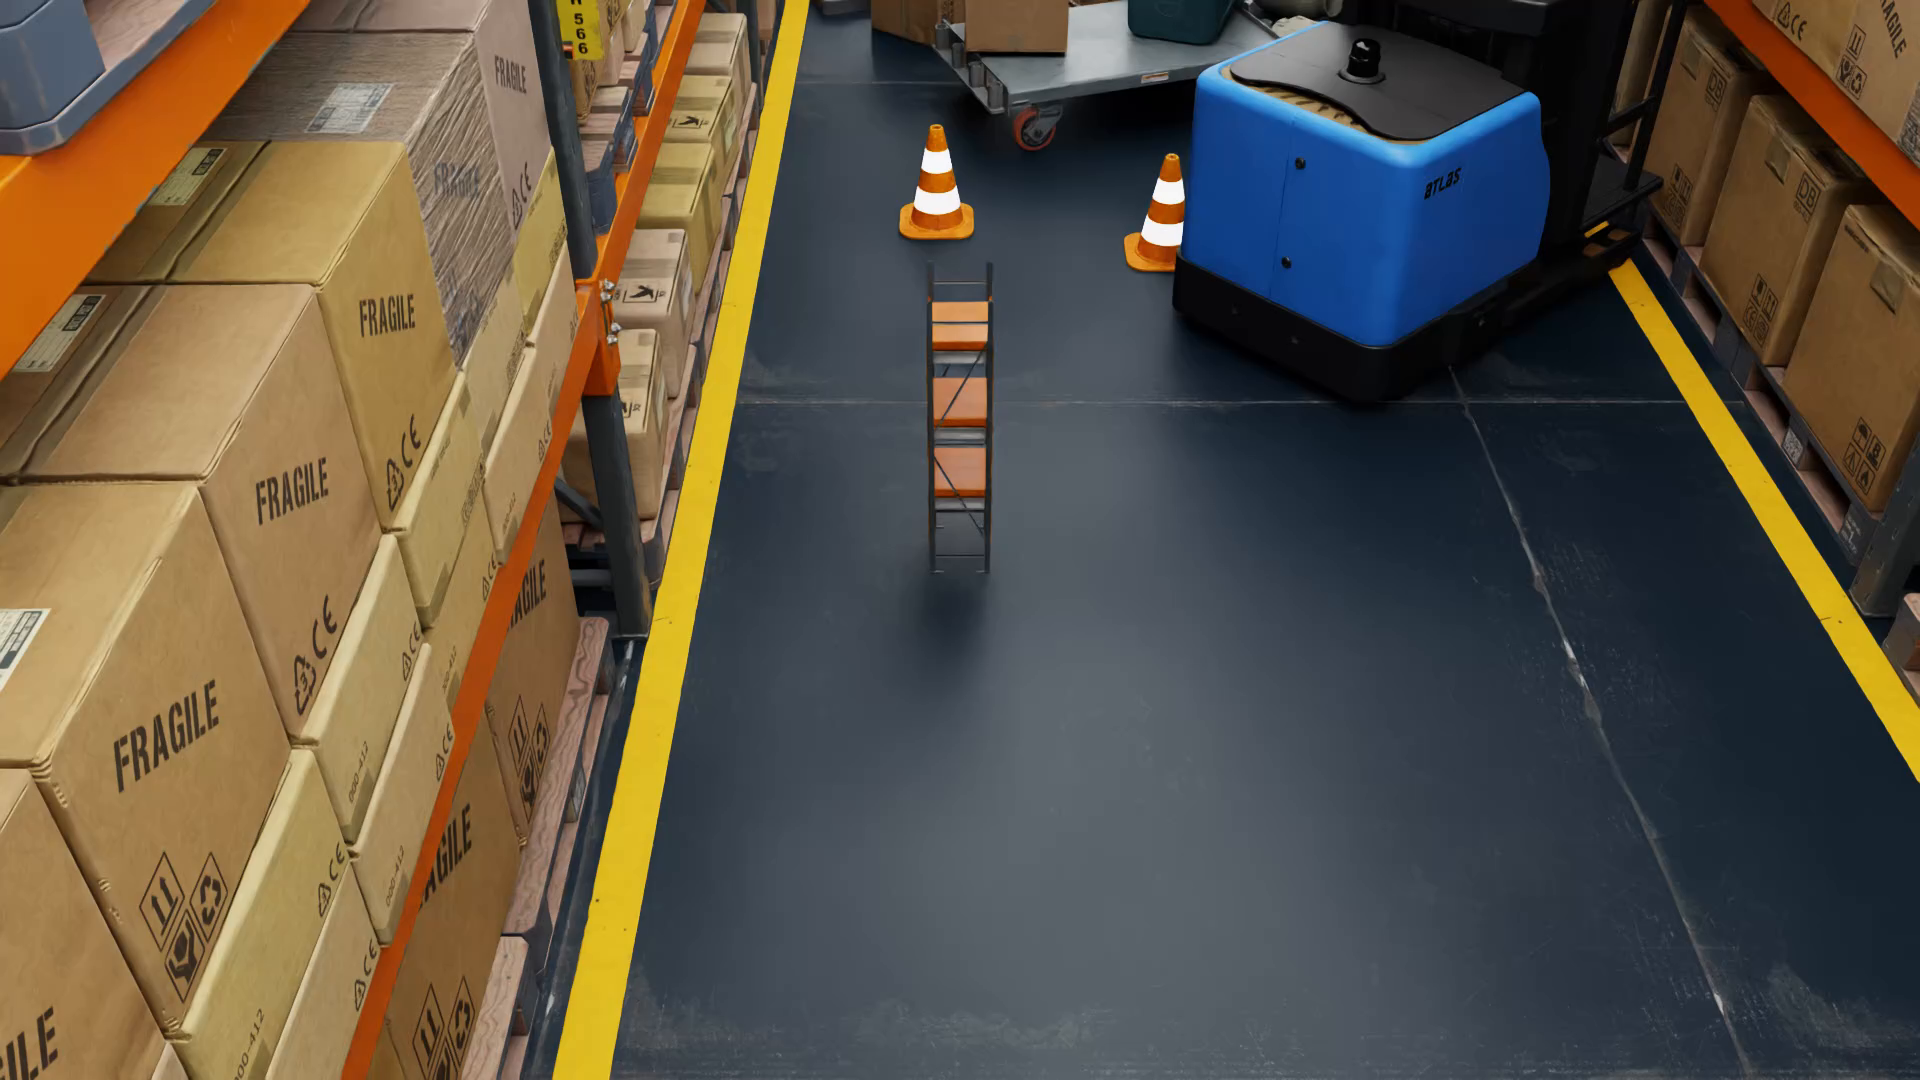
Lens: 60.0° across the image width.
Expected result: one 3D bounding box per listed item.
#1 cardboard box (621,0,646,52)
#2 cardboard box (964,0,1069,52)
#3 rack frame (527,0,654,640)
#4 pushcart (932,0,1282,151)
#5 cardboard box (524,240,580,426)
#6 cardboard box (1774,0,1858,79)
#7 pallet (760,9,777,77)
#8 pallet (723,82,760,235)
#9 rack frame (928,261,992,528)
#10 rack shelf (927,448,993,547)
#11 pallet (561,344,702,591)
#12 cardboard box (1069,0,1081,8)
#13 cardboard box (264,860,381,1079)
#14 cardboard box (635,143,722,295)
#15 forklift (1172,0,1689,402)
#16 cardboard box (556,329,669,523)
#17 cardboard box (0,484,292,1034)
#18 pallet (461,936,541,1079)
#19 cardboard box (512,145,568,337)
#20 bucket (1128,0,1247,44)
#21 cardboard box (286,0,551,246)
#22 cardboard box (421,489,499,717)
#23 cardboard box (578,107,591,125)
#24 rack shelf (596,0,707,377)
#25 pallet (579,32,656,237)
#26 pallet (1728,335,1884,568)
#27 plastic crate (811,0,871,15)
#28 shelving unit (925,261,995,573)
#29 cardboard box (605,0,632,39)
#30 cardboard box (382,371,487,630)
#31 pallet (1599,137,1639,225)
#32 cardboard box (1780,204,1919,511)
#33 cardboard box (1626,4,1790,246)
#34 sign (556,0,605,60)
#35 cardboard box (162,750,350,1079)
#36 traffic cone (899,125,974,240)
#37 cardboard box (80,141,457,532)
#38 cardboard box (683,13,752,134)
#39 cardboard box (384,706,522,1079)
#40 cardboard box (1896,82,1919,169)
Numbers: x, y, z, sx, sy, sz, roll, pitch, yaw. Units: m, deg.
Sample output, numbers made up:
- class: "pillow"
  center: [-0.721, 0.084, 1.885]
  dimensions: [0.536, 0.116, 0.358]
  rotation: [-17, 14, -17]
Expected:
- class: "cardboard box"
  center: [-1.217, -1.676, 5.308]
  dimensions: [0.380, 0.149, 0.250]
  rotation: [0, 39, 0]
- class: "cardboard box"
  center: [0.273, -2.729, 8.150]
  dimensions: [0.500, 0.500, 0.500]
  rotation: [0, 39, 0]
- class: "rack frame"
  center: [-1.502, -0.887, 4.458]
  dimensions: [1.000, 3.000, 0.127]
  rotation: [0, 39, 0]
- class: "pushcart"
  center: [0.773, -2.398, 8.441]
  dimensions: [1.648, 0.377, 0.936]
  rotation: [-13, 40, -16]
- class: "cardboard box"
  center: [-1.242, -0.513, 4.111]
  dimensions: [0.500, 0.250, 0.500]
  rotation: [-1, 39, -2]
- class: "cardboard box"
  center: [3.179, -1.899, 5.641]
  dimensions: [0.500, 0.500, 0.500]
  rotation: [-1, 39, -1]
- class: "pallet"
  center: [-1.543, -2.720, 8.976]
  dimensions: [1.003, 0.211, 1.213]
  rotation: [0, 39, 0]
- class: "pallet"
  center: [-1.505, -1.814, 7.844]
  dimensions: [1.003, 0.211, 1.213]
  rotation: [0, 39, 0]
- class: "rack frame"
  center: [0.000, -0.453, 5.475]
  dimensions: [0.200, 1.050, 0.008]
  rotation: [0, 39, 0]
- class: "rack shelf"
  center: [0.000, -0.151, 5.560]
  dimensions: [0.215, 0.259, 0.240]
  rotation: [0, 39, 0]
- class: "pallet"
  center: [-1.502, -0.288, 5.940]
  dimensions: [1.003, 0.211, 1.213]
  rotation: [0, 39, 0]
- class: "cardboard box"
  center: [0.638, -2.833, 9.072]
  dimensions: [0.258, 0.266, 0.396]
  rotation: [-28, 46, -30]
- class: "cardboard box"
  center: [-1.221, 0.753, 2.531]
  dimensions: [0.500, 0.250, 0.500]
  rotation: [0, 39, 0]
- class: "cardboard box"
  center: [-1.497, -1.315, 6.757]
  dimensions: [0.950, 0.372, 0.625]
  rotation: [1, 39, 1]
- class: "forklift"
  center: [2.300, -2.460, 6.476]
  dimensions: [3.031, 2.935, 1.130]
  rotation: [-30, 47, -32]
- class: "cardboard box"
  center: [-1.493, -0.379, 5.590]
  dimensions: [0.950, 0.372, 0.625]
  rotation: [-2, 39, -3]
- class: "cardboard box"
  center: [-1.237, 0.278, 2.125]
  dimensions: [0.500, 0.500, 0.500]
  rotation: [-1, 39, -1]
- class: "pallet"
  center: [-1.578, 1.455, 3.765]
  dimensions: [1.003, 0.211, 1.213]
  rotation: [0, 39, 0]
- class: "cardboard box"
  center: [-1.248, -0.721, 3.971]
  dimensions: [0.500, 0.250, 0.500]
  rotation: [0, 39, 0]
- class: "bucket"
  center: [1.137, -2.854, 8.315]
  dimensions: [0.726, 0.611, 0.620]
  rotation: [13, 50, 15]
- class: "cardboard box"
  center: [-1.240, -0.993, 3.711]
  dimensions: [0.500, 0.500, 0.500]
  rotation: [-1, 39, -1]
- class: "cardboard box"
  center: [-1.241, 0.122, 3.319]
  dimensions: [0.500, 0.250, 0.500]
  rotation: [0, 39, -1]
- class: "cardboard box"
  center: [-1.284, -1.333, 4.880]
  dimensions: [0.380, 0.149, 0.250]
  rotation: [-2, 39, -3]
- class: "rack shelf"
  center: [-1.505, -1.857, 6.244]
  dimensions: [1.077, 0.370, 4.000]
  rotation: [0, 39, 0]
- class: "pallet"
  center: [-1.610, -1.258, 5.074]
  dimensions: [1.213, 0.211, 1.003]
  rotation: [0, 39, 0]
- class: "pallet"
  center: [3.522, -0.359, 6.029]
  dimensions: [1.003, 0.211, 1.213]
  rotation: [0, 39, 0]
- class: "plastic crate"
  center: [-0.689, -3.232, 9.719]
  dimensions: [0.402, 0.080, 0.583]
  rotation: [-13, 40, -16]
- class: "shelving unit"
  center: [0.000, -0.376, 5.380]
  dimensions: [0.215, 1.050, 0.252]
  rotation: [0, 39, 0]
- class: "cardboard box"
  center: [-1.279, -1.814, 4.961]
  dimensions: [0.500, 0.500, 0.500]
  rotation: [2, 39, 2]
- class: "cardboard box"
  center: [-1.222, -0.080, 3.172]
  dimensions: [0.500, 0.250, 0.500]
  rotation: [-1, 39, -1]
- class: "pallet"
  center: [3.519, -1.885, 7.933]
  dimensions: [1.003, 0.211, 1.213]
  rotation: [0, 39, 0]
- class: "cardboard box"
  center: [3.537, -0.621, 5.589]
  dimensions: [1.050, 0.750, 0.750]
  rotation: [-1, 39, -1]
- class: "cardboard box"
  center: [3.531, -1.750, 6.998]
  dimensions: [1.050, 0.750, 0.750]
  rotation: [0, 39, 0]
- class: "sign"
  center: [-0.947, -1.341, 4.099]
  dimensions: [0.100, 0.325, 0.005]
  rotation: [0, 39, 0]
- class: "cardboard box"
  center: [-1.219, 0.561, 2.372]
  dimensions: [0.500, 0.250, 0.500]
  rotation: [0, 39, 1]
- class: "traffic cone"
  center: [-0.106, -1.624, 7.407]
  dimensions: [0.336, 0.463, 0.334]
  rotation: [0, 39, 0]
- class: "cardboard box"
  center: [-1.237, -0.362, 2.923]
  dimensions: [0.500, 0.500, 0.500]
  rotation: [0, 39, 0]
- class: "cardboard box"
  center: [-1.504, -2.199, 7.861]
  dimensions: [0.950, 0.372, 0.625]
  rotation: [0, 39, 1]
- class: "cardboard box"
  center: [-1.588, 0.768, 3.756]
  dimensions: [0.875, 0.875, 0.875]
  rotation: [0, 39, 1]
- class: "cardboard box"
  center: [3.178, -1.274, 4.862]
  dimensions: [0.500, 0.500, 0.500]
  rotation: [0, 39, 0]
